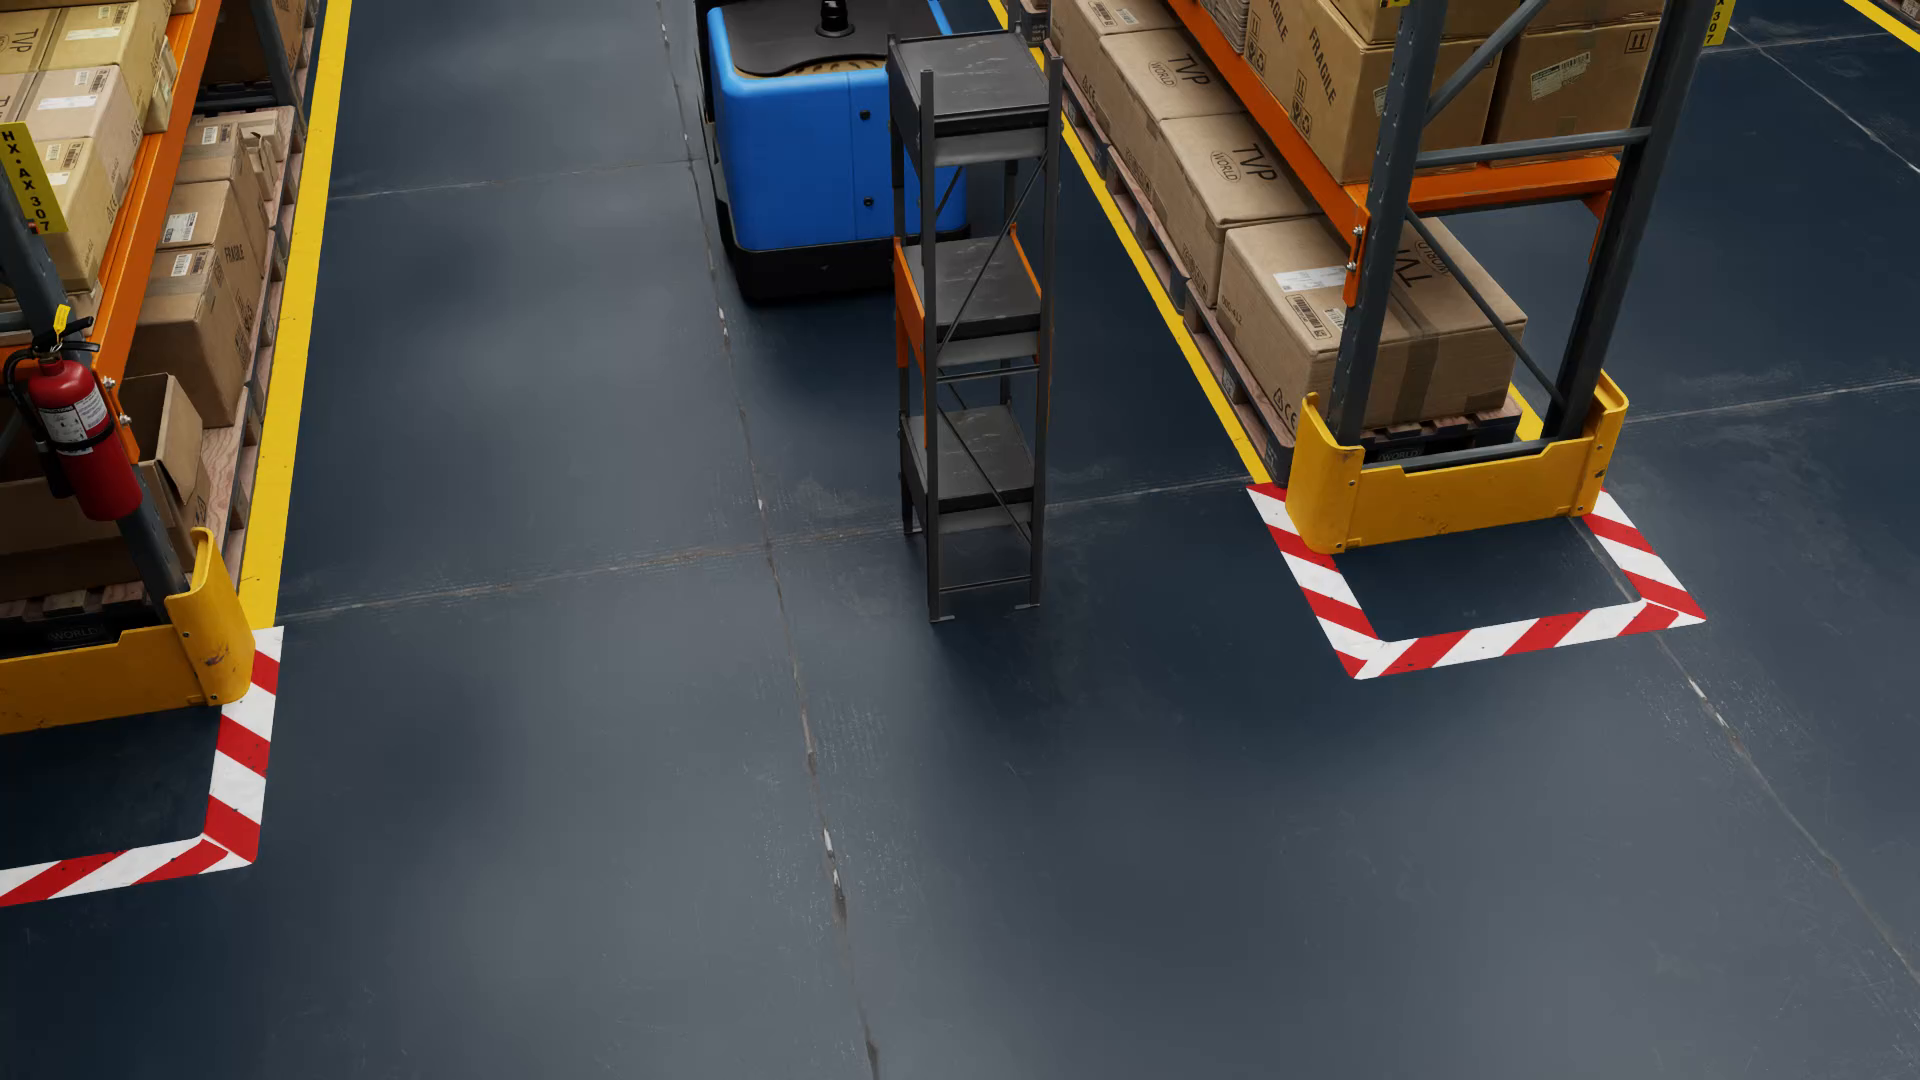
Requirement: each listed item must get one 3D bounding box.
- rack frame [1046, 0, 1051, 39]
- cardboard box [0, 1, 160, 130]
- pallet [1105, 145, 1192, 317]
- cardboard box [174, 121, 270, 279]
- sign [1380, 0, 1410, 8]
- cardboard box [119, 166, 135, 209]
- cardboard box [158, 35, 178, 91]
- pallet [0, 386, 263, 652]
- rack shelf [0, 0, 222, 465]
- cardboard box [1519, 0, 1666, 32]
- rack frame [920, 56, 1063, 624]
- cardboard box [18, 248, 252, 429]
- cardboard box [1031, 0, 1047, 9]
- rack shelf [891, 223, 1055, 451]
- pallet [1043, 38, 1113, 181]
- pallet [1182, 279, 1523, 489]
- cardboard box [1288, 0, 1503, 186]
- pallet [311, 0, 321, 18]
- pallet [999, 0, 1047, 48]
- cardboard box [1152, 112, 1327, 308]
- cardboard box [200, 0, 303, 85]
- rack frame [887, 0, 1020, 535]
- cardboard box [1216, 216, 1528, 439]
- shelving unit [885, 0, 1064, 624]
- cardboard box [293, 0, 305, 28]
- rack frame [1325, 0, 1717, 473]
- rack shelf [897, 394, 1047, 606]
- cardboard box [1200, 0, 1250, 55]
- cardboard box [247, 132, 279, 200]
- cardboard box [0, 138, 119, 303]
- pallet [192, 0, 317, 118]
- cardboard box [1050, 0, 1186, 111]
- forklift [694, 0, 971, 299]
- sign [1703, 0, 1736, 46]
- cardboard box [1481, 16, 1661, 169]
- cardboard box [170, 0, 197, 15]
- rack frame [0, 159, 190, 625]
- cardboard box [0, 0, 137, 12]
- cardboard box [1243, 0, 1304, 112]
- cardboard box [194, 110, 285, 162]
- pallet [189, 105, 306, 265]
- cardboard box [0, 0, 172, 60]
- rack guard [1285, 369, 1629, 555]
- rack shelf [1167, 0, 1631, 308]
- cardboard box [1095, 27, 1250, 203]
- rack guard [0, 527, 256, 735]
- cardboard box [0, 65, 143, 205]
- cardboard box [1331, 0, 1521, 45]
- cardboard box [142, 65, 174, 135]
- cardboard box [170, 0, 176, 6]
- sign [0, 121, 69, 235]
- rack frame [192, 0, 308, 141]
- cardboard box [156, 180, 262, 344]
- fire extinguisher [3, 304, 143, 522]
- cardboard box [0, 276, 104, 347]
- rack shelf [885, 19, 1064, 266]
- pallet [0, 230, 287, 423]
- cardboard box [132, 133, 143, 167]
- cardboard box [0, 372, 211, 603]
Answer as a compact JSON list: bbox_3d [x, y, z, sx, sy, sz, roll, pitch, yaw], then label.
[{"bbox_3d":[0.976,-3.862,8.341,1.000,3.000,0.127,-8,42,-9],"label":"rack frame"},{"bbox_3d":[-3.063,-1.598,5.680,0.500,0.250,0.500,-9,42,-10],"label":"cardboard box"},{"bbox_3d":[1.331,-1.523,7.807,1.003,0.211,1.213,-8,42,-9],"label":"pallet"},{"bbox_3d":[-3.416,-1.421,7.157,0.700,0.500,0.500,-10,43,-11],"label":"cardboard box"},{"bbox_3d":[1.307,-1.722,4.880,0.100,0.325,0.005,-8,42,-9],"label":"sign"},{"bbox_3d":[-2.995,-1.210,5.543,0.380,0.149,0.250,-7,42,-8],"label":"cardboard box"},{"bbox_3d":[-3.116,-1.724,6.122,0.380,0.149,0.250,-7,42,-8],"label":"cardboard box"},{"bbox_3d":[-3.196,-0.079,6.180,1.003,0.211,1.213,-8,42,-9],"label":"pallet"},{"bbox_3d":[-3.438,-1.583,6.316,1.077,0.370,4.000,-8,42,-9],"label":"rack shelf"},{"bbox_3d":[2.014,-2.033,5.452,0.500,0.500,0.500,-9,42,-10],"label":"cardboard box"},{"bbox_3d":[0.088,-0.520,5.254,0.400,2.100,0.015,-8,42,-9],"label":"rack frame"},{"bbox_3d":[-3.192,-0.748,6.399,0.700,0.500,0.500,-7,42,-8],"label":"cardboard box"},{"bbox_3d":[0.764,-3.615,9.347,0.875,0.875,0.875,-7,42,-8],"label":"cardboard box"},{"bbox_3d":[0.036,-0.668,5.441,0.431,0.518,0.480,-8,42,-9],"label":"rack shelf"},{"bbox_3d":[1.064,-2.315,8.699,1.003,0.211,1.213,-8,42,-9],"label":"pallet"},{"bbox_3d":[1.591,-0.734,6.917,1.003,0.211,1.213,-8,42,-9],"label":"pallet"},{"bbox_3d":[1.477,-1.582,5.697,0.500,0.500,0.500,-8,42,-9],"label":"cardboard box"},{"bbox_3d":[-4.349,-3.420,9.944,1.003,0.211,1.213,-8,42,-9],"label":"pallet"},{"bbox_3d":[0.736,-3.309,9.818,1.003,0.211,1.213,-8,42,-9],"label":"pallet"},{"bbox_3d":[1.394,-1.474,7.264,0.875,0.438,0.875,-7,42,-8],"label":"cardboard box"},{"bbox_3d":[-3.754,-2.717,8.617,0.500,0.500,0.500,-7,42,-7],"label":"cardboard box"},{"bbox_3d":[-0.017,-0.836,5.610,0.400,2.100,0.015,-8,42,-9],"label":"rack frame"},{"bbox_3d":[1.599,-0.882,6.597,0.875,0.438,0.875,-10,43,-11],"label":"cardboard box"},{"bbox_3d":[0.036,-0.678,5.432,0.431,2.100,0.503,-8,42,-9],"label":"shelving unit"},{"bbox_3d":[-3.879,-3.060,9.005,0.500,0.500,0.500,-9,42,-10],"label":"cardboard box"},{"bbox_3d":[1.839,-1.269,5.420,1.000,3.000,0.127,-8,42,-9],"label":"rack frame"},{"bbox_3d":[0.036,-0.144,5.906,0.431,0.518,0.480,-8,42,-9],"label":"rack shelf"},{"bbox_3d":[1.263,-2.241,6.440,0.500,0.500,0.500,-7,42,-8],"label":"cardboard box"},{"bbox_3d":[-3.386,-1.733,7.686,0.396,0.266,0.258,-7,42,-8],"label":"cardboard box"},{"bbox_3d":[-2.841,-0.944,4.942,0.500,0.250,0.500,-8,42,-9],"label":"cardboard box"},{"bbox_3d":[-4.082,-2.627,9.051,1.003,0.211,1.213,-8,42,-9],"label":"pallet"},{"bbox_3d":[1.007,-2.639,8.577,0.875,0.438,0.875,-9,42,-10],"label":"cardboard box"},{"bbox_3d":[-0.748,-3.148,7.589,1.130,2.935,3.031,-8,42,-9],"label":"forklift"},{"bbox_3d":[2.383,-1.698,5.192,0.100,0.325,0.005,-8,42,-9],"label":"sign"},{"bbox_3d":[2.016,-1.659,5.784,0.500,0.500,0.500,-9,42,-10],"label":"cardboard box"},{"bbox_3d":[-3.285,-2.218,6.678,0.380,0.149,0.250,-9,42,-10],"label":"cardboard box"},{"bbox_3d":[-3.006,-0.556,4.617,1.000,3.000,0.127,-8,42,-9],"label":"rack frame"},{"bbox_3d":[-3.165,-2.196,5.789,0.500,0.500,0.500,-7,42,-8],"label":"cardboard box"},{"bbox_3d":[1.383,-1.909,6.066,0.500,0.500,0.500,-9,42,-10],"label":"cardboard box"},{"bbox_3d":[-3.463,-1.920,7.985,0.380,0.149,0.250,-10,42,-11],"label":"cardboard box"},{"bbox_3d":[-3.722,-1.660,7.962,1.003,0.211,1.213,-8,42,-9],"label":"pallet"},{"bbox_3d":[-3.194,-1.927,6.050,0.500,0.250,0.500,-9,42,-10],"label":"cardboard box"},{"bbox_3d":[1.845,-0.319,6.233,1.175,0.500,0.348,-8,42,-9],"label":"rack guard"},{"bbox_3d":[1.408,-2.297,7.120,1.077,0.370,4.000,-8,42,-9],"label":"rack shelf"},{"bbox_3d":[1.201,-2.059,7.923,0.875,0.438,0.875,-10,42,-11],"label":"cardboard box"},{"bbox_3d":[-3.023,0.330,5.502,1.175,0.500,0.348,-8,42,-9],"label":"rack guard"},{"bbox_3d":[-2.950,-1.270,5.311,0.500,0.250,0.500,-8,42,-9],"label":"cardboard box"},{"bbox_3d":[1.503,-1.959,5.369,0.500,0.500,0.500,-7,42,-8],"label":"cardboard box"},{"bbox_3d":[-3.039,-1.556,5.933,0.380,0.149,0.250,-9,42,-11],"label":"cardboard box"},{"bbox_3d":[-3.304,-2.261,6.426,0.500,0.250,0.500,-9,42,-10],"label":"cardboard box"},{"bbox_3d":[-2.477,-0.957,4.417,0.100,0.325,0.005,-8,42,-9],"label":"sign"},{"bbox_3d":[-3.870,-3.149,7.537,1.000,3.000,0.127,-8,42,-9],"label":"rack frame"},{"bbox_3d":[-3.209,-1.105,6.802,0.500,0.500,0.500,-8,42,-8],"label":"cardboard box"},{"bbox_3d":[-2.523,-0.358,4.733,0.296,0.674,0.183,-8,42,-9],"label":"fire extinguisher"},{"bbox_3d":[-2.809,-0.714,4.984,0.380,0.149,0.250,-9,42,-10],"label":"cardboard box"},{"bbox_3d":[0.036,-1.191,4.976,0.431,0.518,0.480,-8,42,-9],"label":"rack shelf"},{"bbox_3d":[-3.456,-0.868,7.069,1.003,0.211,1.213,-8,42,-9],"label":"pallet"},{"bbox_3d":[-3.058,-1.382,5.736,0.380,0.149,0.250,-8,42,-9],"label":"cardboard box"},{"bbox_3d":[-3.046,-0.189,5.768,0.797,0.503,0.637,-10,43,-11],"label":"cardboard box"}]
